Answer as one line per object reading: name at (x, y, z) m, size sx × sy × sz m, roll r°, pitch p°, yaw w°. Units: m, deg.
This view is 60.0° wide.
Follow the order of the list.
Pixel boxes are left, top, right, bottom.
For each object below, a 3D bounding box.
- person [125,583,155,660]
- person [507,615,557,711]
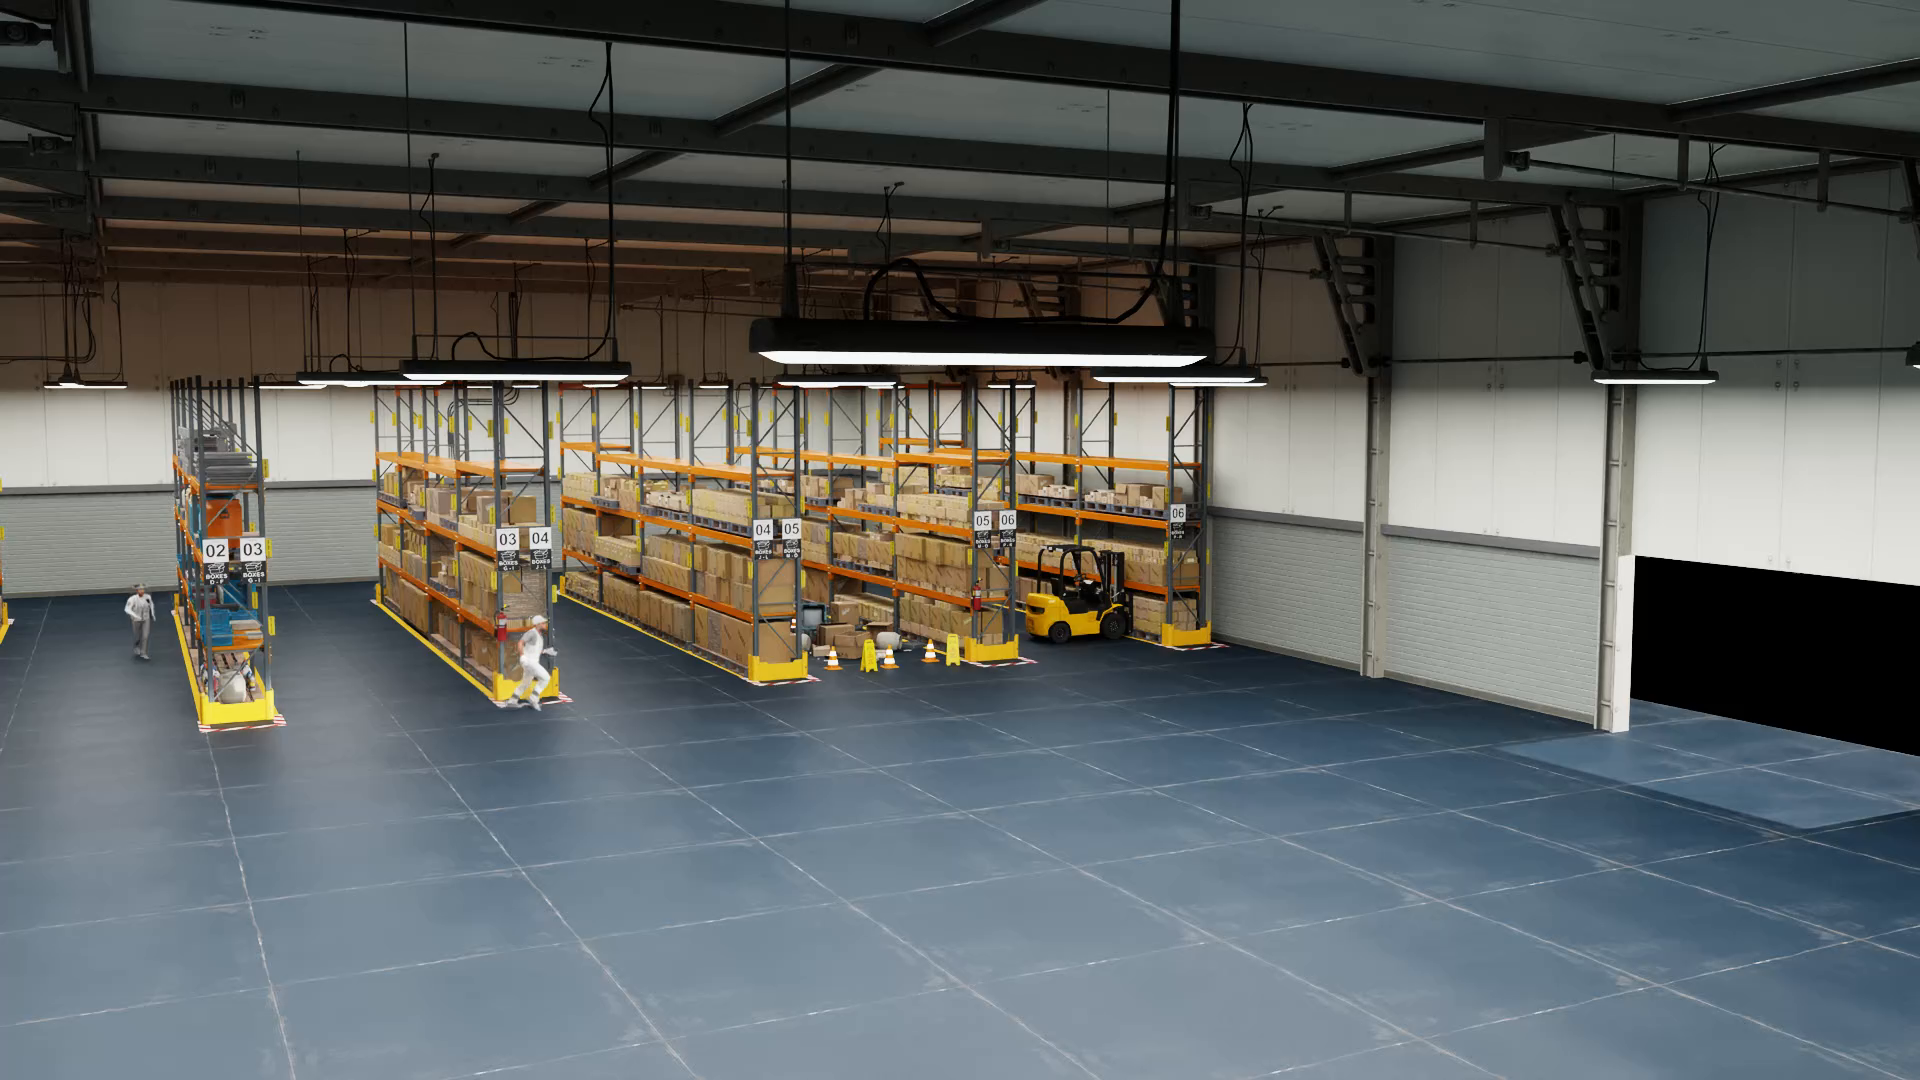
person at (-17.673, 1.724, 35.837) m, size 0.604 × 1.650 × 0.812 m, roll -4°, pitch 6°, yaw -36°
person at (-7.714, 2.212, 29.870) m, size 0.884 × 1.723 × 0.651 m, roll 0°, pitch 5°, yaw -4°
